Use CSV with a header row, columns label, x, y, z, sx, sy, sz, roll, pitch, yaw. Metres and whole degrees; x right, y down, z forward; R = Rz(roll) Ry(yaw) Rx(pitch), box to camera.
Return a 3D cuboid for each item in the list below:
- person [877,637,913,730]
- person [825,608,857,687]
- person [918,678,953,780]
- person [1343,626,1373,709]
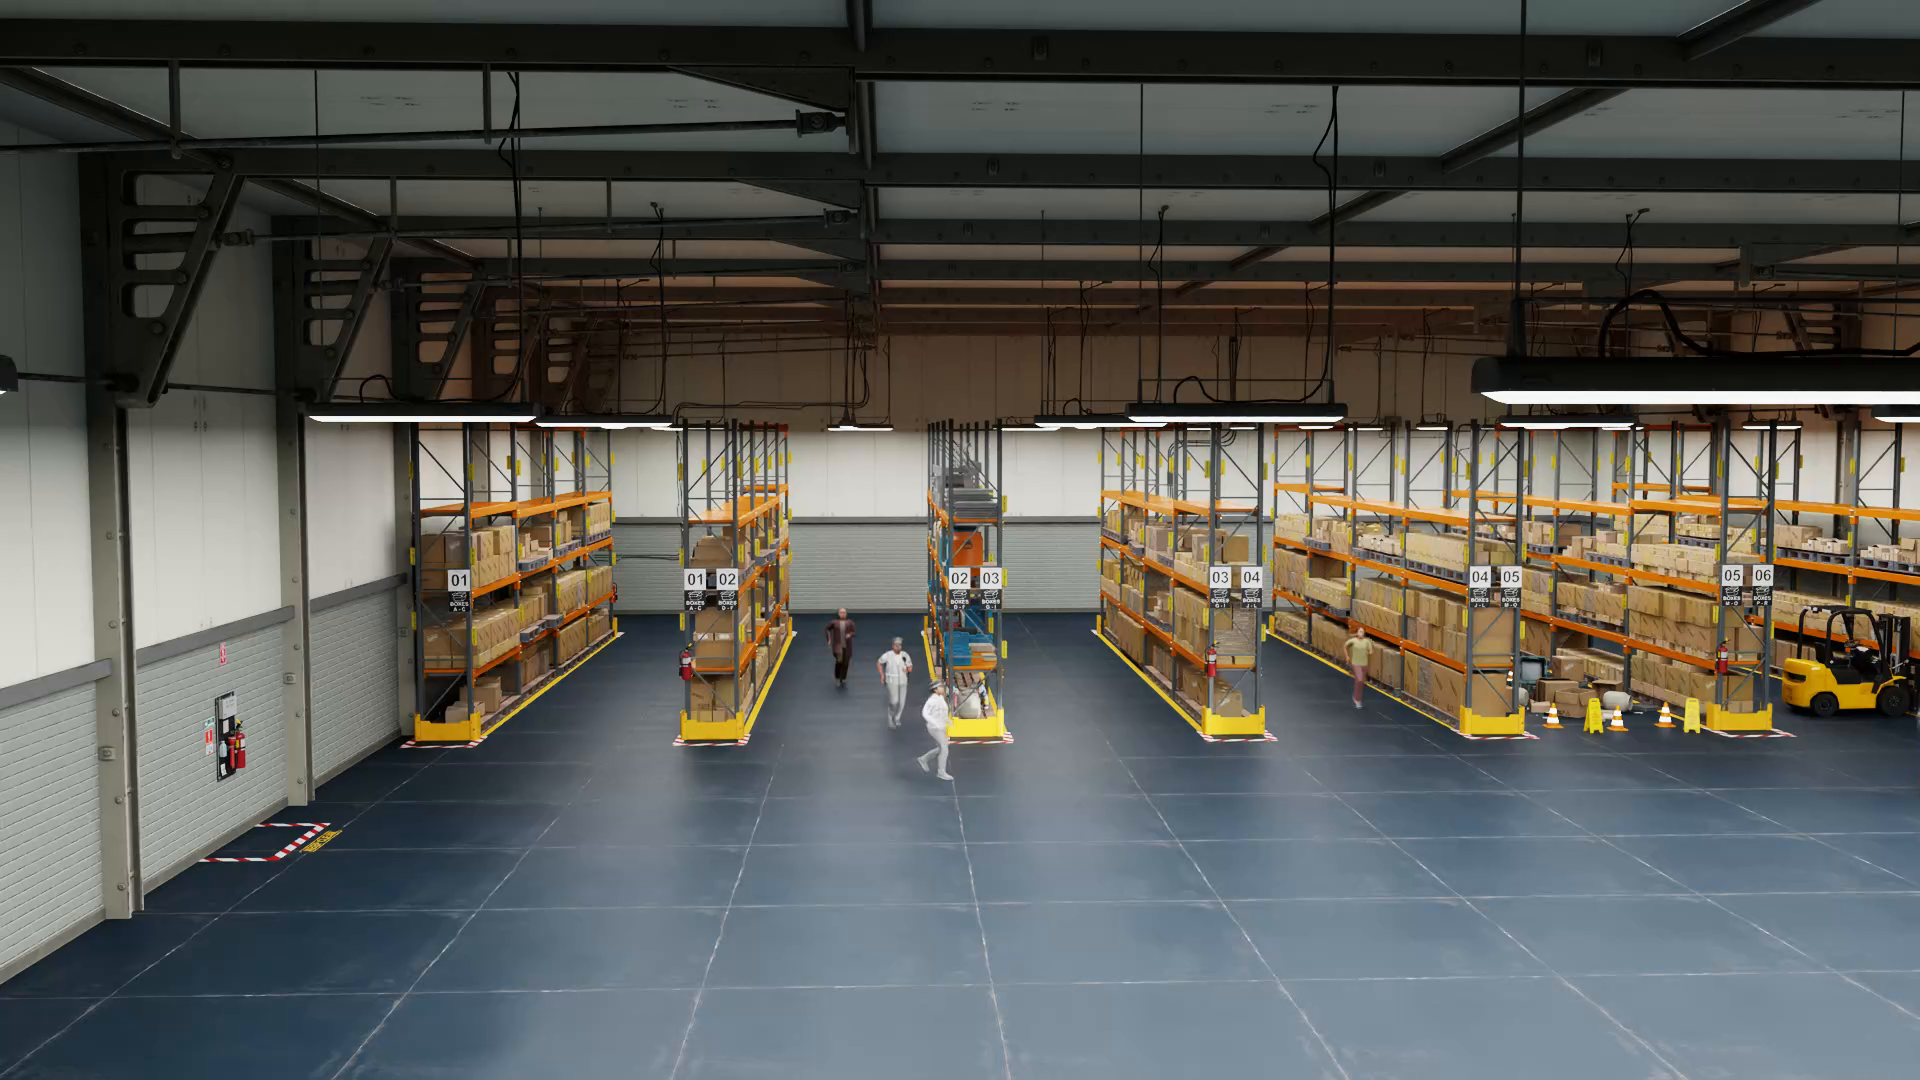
label,x,y,z,sx,sy,sz,roll,pitch,yaw
person,-1.223,2.782,32.235,0.636,1.801,0.703,-1,4,-20
person,-2.661,2.440,37.588,0.683,1.772,0.748,-1,4,-14
person,-0.429,3.126,27.581,0.657,1.680,0.627,1,4,21
person,8.361,2.655,34.833,0.547,1.721,0.734,-1,4,-12
